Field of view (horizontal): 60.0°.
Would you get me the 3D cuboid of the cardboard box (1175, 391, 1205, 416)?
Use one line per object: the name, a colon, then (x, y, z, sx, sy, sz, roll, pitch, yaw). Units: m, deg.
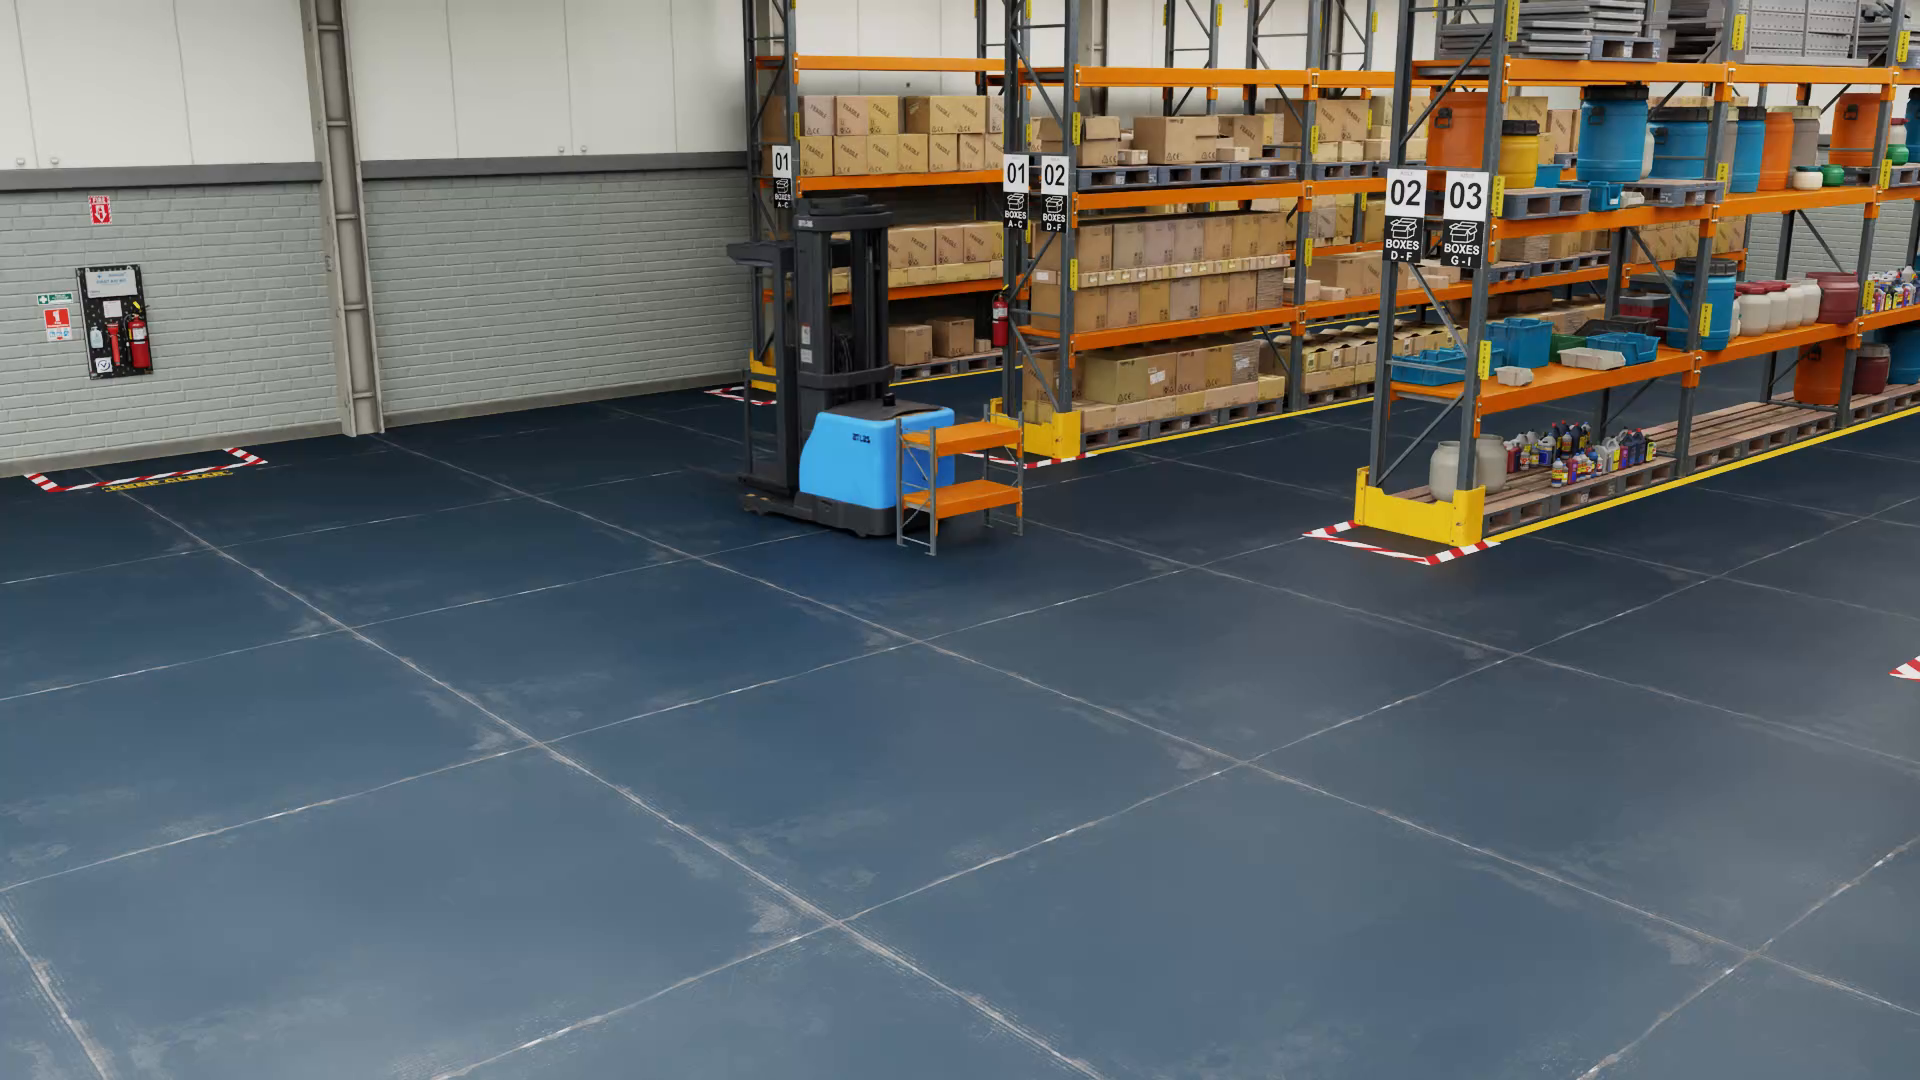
cardboard box: (2.530, -1.643, 19.603, 0.500, 0.250, 0.500, -13, 19, -39)

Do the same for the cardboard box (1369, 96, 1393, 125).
cardboard box: (7.367, -7.520, 29.108, 0.500, 0.500, 0.500, -13, 20, -40)

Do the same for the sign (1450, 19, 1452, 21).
sign: (9.303, -9.677, 31.422, 0.005, 0.325, 0.100, -13, 19, -39)

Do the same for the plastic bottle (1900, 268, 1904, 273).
plastic bottle: (12.592, -3.500, 22.265, 0.133, 0.283, 0.061, -13, 19, -39)

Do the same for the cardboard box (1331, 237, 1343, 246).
cardboard box: (6.401, -5.192, 28.824, 0.250, 0.149, 0.380, -12, 19, -38)

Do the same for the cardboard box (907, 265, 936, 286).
cardboard box: (-0.678, -3.650, 22.854, 0.500, 0.250, 0.500, -12, 19, -39)

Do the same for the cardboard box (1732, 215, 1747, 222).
cardboard box: (12.762, -5.580, 27.697, 0.500, 0.500, 0.500, -13, 20, -40)

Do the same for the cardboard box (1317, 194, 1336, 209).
cardboard box: (6.069, -5.814, 28.442, 0.500, 0.250, 0.500, -12, 19, -38)

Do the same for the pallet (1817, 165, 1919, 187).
pallet: (10.772, -4.326, 19.686, 1.213, 0.211, 1.003, -13, 19, -39)

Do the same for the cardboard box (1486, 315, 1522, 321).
cardboard box: (7.804, -2.939, 23.930, 0.500, 0.500, 0.500, -14, 20, -41)

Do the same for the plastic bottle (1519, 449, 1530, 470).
plastic bottle: (5.602, -0.799, 16.499, 0.097, 0.201, 0.097, 0, 15, 0)

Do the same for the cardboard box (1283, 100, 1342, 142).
cardboard box: (4.356, -5.183, 20.554, 0.500, 0.500, 0.500, -12, 19, -39)

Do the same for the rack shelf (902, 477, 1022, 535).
rack shelf: (0.005, -0.308, 14.672, 1.000, 0.278, 0.538, -13, 19, -39)

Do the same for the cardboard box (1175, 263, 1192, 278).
cardboard box: (2.445, -3.114, 19.143, 0.250, 0.149, 0.380, -12, 19, -39)

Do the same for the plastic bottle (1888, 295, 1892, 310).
plastic bottle: (11.225, -2.887, 20.131, 0.097, 0.201, 0.097, 0, 15, 0)

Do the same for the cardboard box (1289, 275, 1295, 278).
cardboard box: (4.407, -3.265, 21.419, 0.258, 0.266, 0.396, -13, 20, -41)

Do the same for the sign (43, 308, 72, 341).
sign: (-9.348, -2.234, 17.232, 0.234, 0.329, 0.001, -13, 19, -39)

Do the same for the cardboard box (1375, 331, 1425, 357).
cardboard box: (5.878, -2.657, 22.312, 0.500, 0.311, 0.500, -13, 20, -40)

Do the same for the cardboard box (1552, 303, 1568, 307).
cardboard box: (8.980, -3.378, 25.575, 0.500, 0.500, 0.500, -12, 19, -39)

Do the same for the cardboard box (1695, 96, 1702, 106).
cardboard box: (11.362, -6.828, 26.555, 0.500, 0.500, 0.700, -13, 19, -39)

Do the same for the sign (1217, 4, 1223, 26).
sign: (3.991, -8.070, 25.561, 0.005, 0.325, 0.100, -13, 19, -39)

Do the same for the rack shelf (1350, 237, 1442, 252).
rack shelf: (8.154, -5.455, 30.754, 4.000, 0.370, 1.077, -13, 19, -39)

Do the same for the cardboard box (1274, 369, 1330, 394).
cardboard box: (4.331, -2.039, 21.087, 0.500, 0.250, 0.500, -13, 20, -41)

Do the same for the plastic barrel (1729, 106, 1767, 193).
plastic barrel: (8.341, -4.221, 17.957, 0.708, 0.901, 0.600, -13, 19, -39)

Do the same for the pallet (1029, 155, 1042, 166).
pallet: (1.146, -5.551, 24.270, 1.003, 0.211, 1.213, -13, 19, -39)

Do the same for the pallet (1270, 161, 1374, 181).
pallet: (4.521, -4.653, 20.917, 1.217, 0.209, 0.805, -14, 20, -42)

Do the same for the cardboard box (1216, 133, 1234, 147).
cardboard box: (2.904, -4.696, 19.793, 0.500, 0.311, 0.500, -14, 20, -42)

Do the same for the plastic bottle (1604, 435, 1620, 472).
plastic bottle: (6.428, -0.860, 16.438, 0.185, 0.351, 0.144, -13, 20, -40)

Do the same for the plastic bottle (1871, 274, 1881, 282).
plastic bottle: (11.851, -3.314, 21.585, 0.135, 0.276, 0.152, -13, 19, -39)

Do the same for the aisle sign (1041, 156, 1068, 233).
aisle sign: (0.999, -3.652, 17.573, 0.004, 0.787, 0.394, -13, 19, -39)

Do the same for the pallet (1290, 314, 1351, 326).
pallet: (6.112, -3.971, 29.208, 1.213, 0.211, 1.003, -13, 19, -39)

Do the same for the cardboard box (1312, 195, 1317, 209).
cardboard box: (5.684, -5.728, 28.118, 0.500, 0.250, 0.500, -12, 19, -38)

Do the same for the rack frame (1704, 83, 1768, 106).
rack frame: (12.917, -8.076, 27.547, 0.127, 3.000, 1.000, -13, 19, -39)

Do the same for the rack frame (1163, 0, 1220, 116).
rack frame: (3.627, -7.685, 26.081, 0.127, 3.000, 1.000, -13, 19, -39)

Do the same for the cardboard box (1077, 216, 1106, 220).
cardboard box: (1.919, -4.660, 25.337, 0.500, 0.500, 0.700, -10, 18, -32)

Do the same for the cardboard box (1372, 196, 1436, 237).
cardboard box: (8.162, -5.945, 30.613, 0.700, 0.700, 0.980, -14, 20, -42)

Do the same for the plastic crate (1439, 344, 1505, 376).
plastic crate: (4.771, -1.682, 15.524, 0.408, 0.251, 0.499, -13, 19, -39)

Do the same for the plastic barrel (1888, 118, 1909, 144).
plastic barrel: (11.369, -4.905, 20.410, 0.433, 0.535, 0.433, 0, 15, 0)

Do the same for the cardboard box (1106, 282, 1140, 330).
cardboard box: (1.601, -2.682, 18.784, 0.500, 0.500, 0.700, -12, 19, -38)

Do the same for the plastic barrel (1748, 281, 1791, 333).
plastic barrel: (8.859, -2.562, 18.267, 0.433, 0.535, 0.433, 0, 15, 0)

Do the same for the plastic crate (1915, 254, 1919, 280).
plastic crate: (13.277, -3.702, 22.711, 0.575, 0.384, 0.392, -13, 19, -39)

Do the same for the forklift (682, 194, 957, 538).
forklift: (-1.453, -1.738, 15.576, 3.031, 2.935, 1.130, 14, 20, 41)

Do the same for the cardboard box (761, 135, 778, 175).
cardboard box: (-2.259, -5.058, 21.828, 0.500, 0.500, 0.500, -11, 18, -35)

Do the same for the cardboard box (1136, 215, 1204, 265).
cardboard box: (2.398, -3.488, 19.289, 0.500, 0.500, 0.700, -13, 19, -39)

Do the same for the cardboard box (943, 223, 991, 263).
cardboard box: (0.084, -4.182, 23.393, 0.500, 0.500, 0.500, -13, 20, -40)

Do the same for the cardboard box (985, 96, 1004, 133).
cardboard box: (0.410, -5.961, 23.272, 0.500, 0.500, 0.500, 14, 20, 42)

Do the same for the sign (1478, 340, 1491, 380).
sign: (4.454, -1.528, 14.122, 0.005, 0.325, 0.100, -13, 19, -39)

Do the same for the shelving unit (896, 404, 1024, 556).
shelving unit: (0.005, -0.545, 14.609, 1.048, 1.125, 0.538, -13, 19, -39)

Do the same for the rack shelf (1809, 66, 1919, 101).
rack shelf: (11.640, -5.554, 20.274, 4.000, 0.370, 1.077, -13, 19, -39)

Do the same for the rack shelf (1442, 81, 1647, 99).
rack shelf: (8.391, -6.519, 23.886, 4.000, 0.370, 1.077, -13, 19, -39)

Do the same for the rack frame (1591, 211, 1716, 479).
rack frame: (7.113, -2.180, 17.098, 0.127, 3.000, 1.000, -13, 19, -39)

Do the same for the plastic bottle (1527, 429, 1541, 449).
plastic bottle: (5.769, -0.953, 16.784, 0.185, 0.351, 0.144, -13, 20, -40)

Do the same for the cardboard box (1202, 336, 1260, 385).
cardboard box: (3.273, -2.178, 20.153, 0.500, 0.500, 0.500, -13, 19, -39)

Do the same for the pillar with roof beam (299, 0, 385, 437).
pillar with roof beam: (-4.148, -4.762, 15.139, 0.400, 9.000, 9.100, -13, 19, -39)
